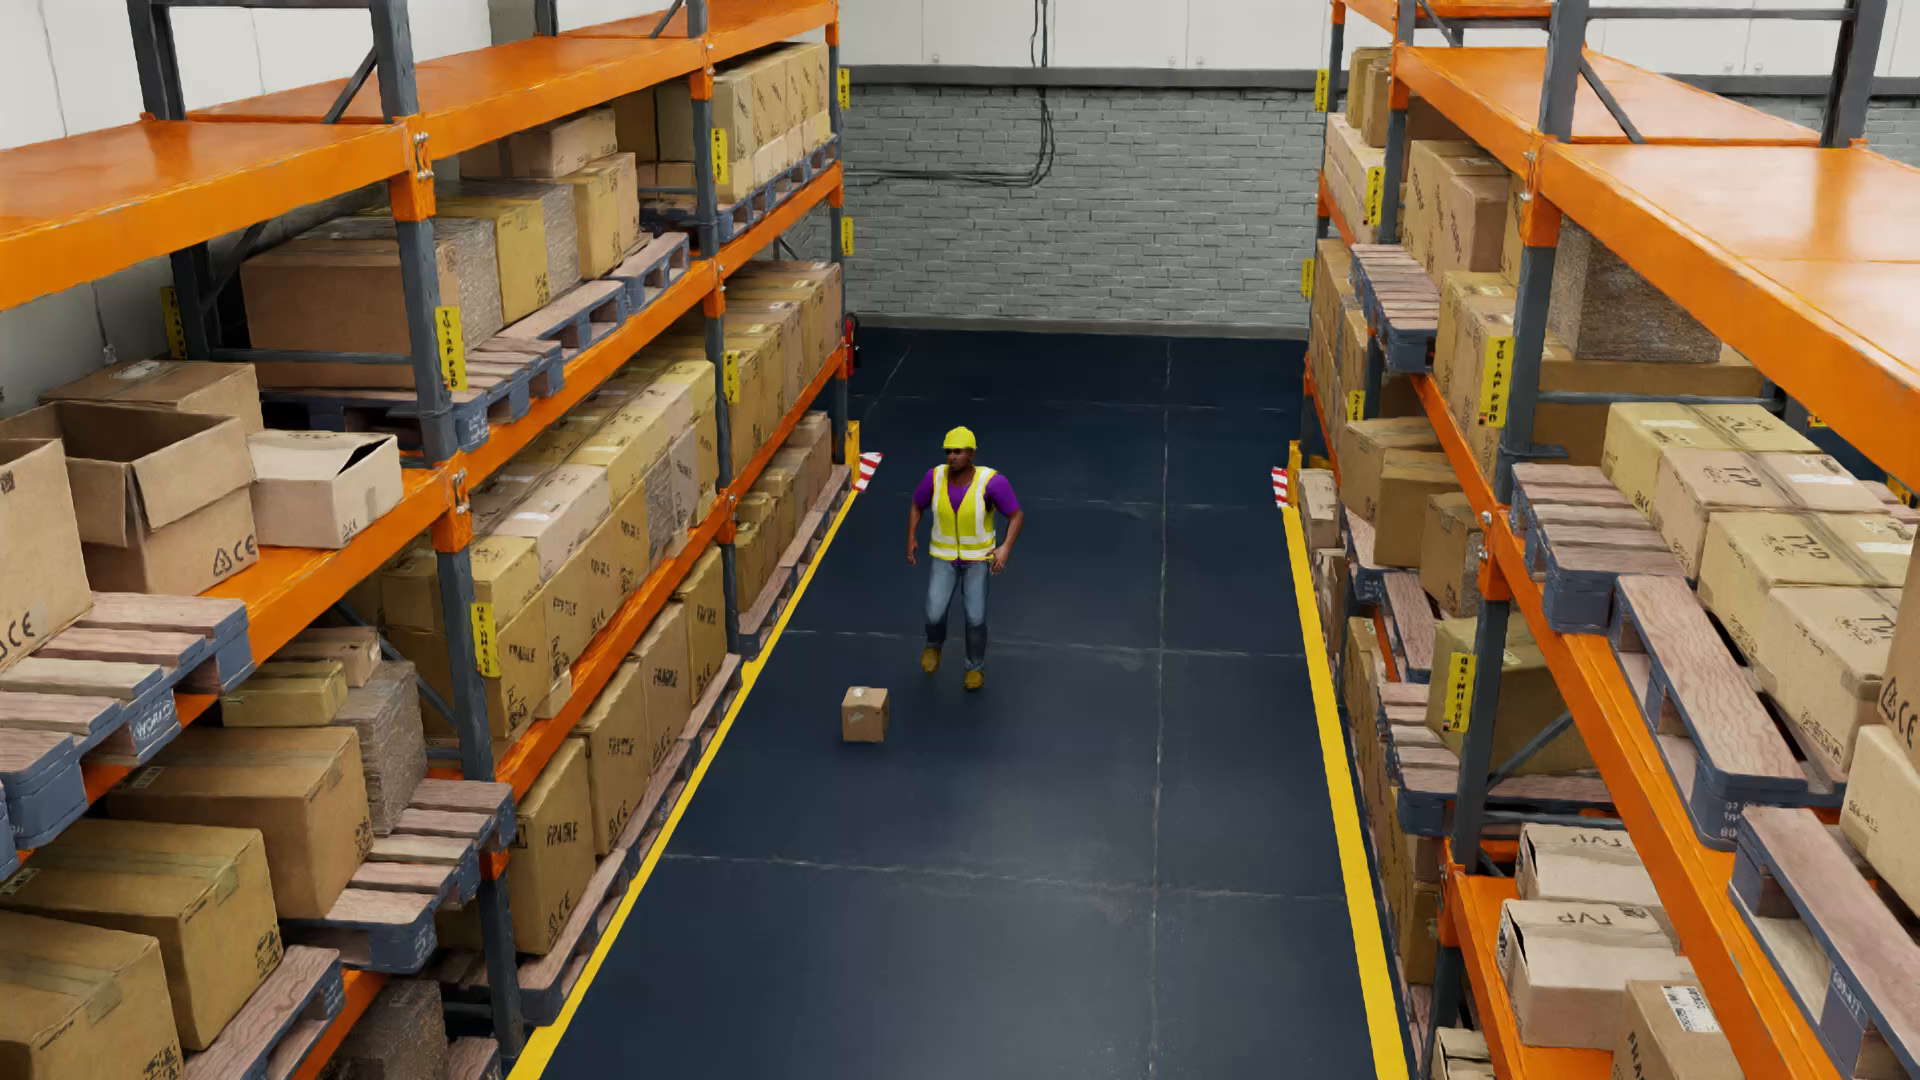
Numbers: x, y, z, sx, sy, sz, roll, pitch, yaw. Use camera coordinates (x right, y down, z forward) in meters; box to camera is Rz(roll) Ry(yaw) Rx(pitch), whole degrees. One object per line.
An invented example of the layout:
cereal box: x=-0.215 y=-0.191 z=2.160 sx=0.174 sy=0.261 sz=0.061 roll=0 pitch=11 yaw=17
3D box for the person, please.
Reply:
person: x=0.019 y=0.124 z=10.772 sx=0.766 sy=1.737 sz=0.518 roll=3 pitch=21 yaw=7
